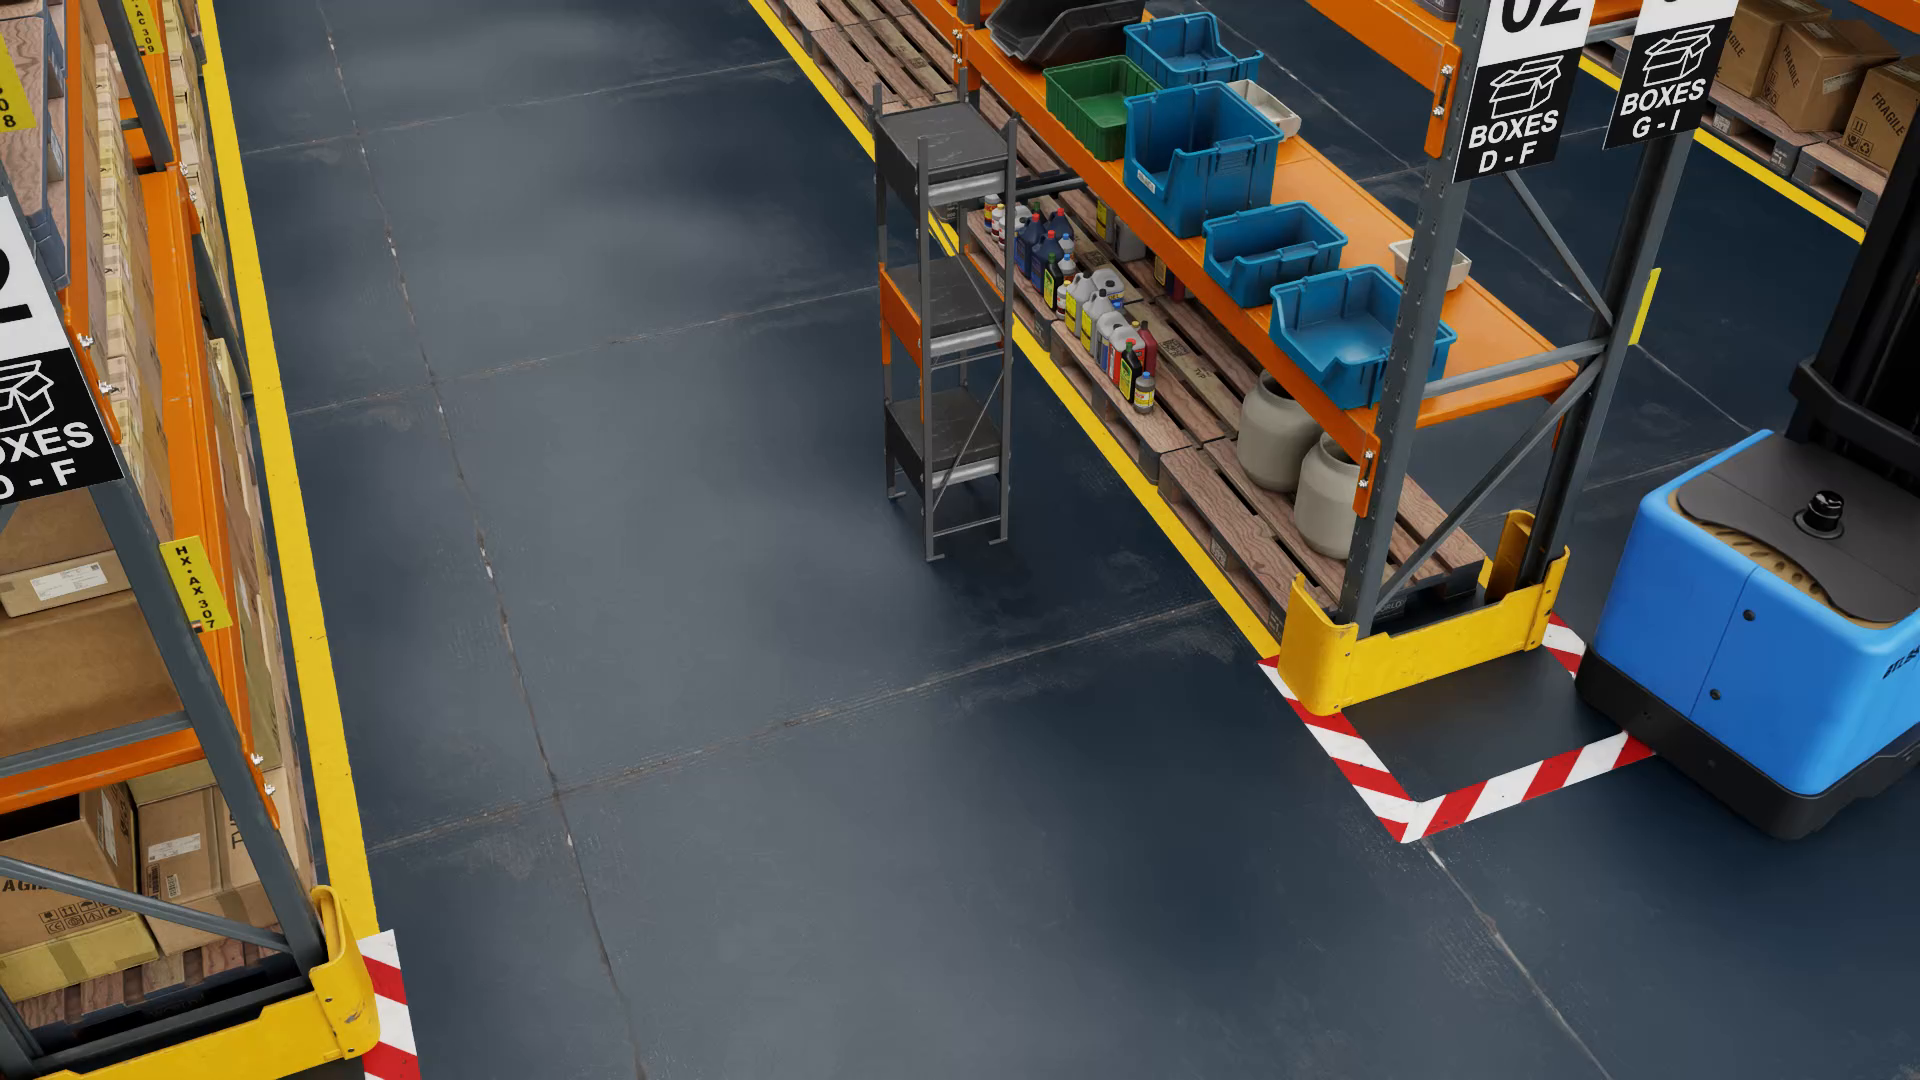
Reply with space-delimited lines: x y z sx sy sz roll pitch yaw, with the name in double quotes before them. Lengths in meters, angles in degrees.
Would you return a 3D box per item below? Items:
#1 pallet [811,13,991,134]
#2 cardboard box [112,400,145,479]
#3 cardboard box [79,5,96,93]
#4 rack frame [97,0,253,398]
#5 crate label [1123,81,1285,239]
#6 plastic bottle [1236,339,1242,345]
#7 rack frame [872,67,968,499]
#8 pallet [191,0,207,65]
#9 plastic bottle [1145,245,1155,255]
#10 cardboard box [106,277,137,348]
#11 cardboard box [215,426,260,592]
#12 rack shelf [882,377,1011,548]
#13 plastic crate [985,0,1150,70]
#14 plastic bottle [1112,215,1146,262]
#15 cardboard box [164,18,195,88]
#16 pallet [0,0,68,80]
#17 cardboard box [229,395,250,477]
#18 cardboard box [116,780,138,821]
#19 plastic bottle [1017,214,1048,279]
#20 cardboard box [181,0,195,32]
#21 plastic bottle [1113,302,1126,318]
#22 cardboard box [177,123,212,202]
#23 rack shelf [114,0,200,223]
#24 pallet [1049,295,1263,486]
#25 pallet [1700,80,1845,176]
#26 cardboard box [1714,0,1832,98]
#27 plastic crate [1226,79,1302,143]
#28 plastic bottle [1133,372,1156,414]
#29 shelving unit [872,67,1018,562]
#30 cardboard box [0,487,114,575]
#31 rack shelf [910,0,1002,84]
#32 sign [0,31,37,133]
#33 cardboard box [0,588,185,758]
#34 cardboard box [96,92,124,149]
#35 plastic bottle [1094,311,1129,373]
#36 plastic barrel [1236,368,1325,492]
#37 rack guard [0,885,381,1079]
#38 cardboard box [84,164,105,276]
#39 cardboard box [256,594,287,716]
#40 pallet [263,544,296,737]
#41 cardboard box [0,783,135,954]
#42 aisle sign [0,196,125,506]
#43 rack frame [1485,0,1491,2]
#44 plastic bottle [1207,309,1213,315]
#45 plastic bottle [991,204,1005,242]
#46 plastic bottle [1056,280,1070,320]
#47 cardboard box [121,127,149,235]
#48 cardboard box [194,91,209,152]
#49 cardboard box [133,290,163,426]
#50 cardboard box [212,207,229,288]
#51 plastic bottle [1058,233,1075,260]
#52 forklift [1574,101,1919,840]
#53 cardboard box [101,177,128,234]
"pallet" -0.339 -3.168 11.191 1.003 0.211 1.213 -15 43 -17
"cardboard box" -2.729 -0.266 5.103 0.380 0.149 0.250 -15 43 -17
"cardboard box" -3.935 -2.056 6.688 0.700 0.500 0.500 -15 43 -17
"rack frame" -4.110 -1.792 7.452 1.000 3.000 0.127 -15 43 -17
"crate label" 1.044 -1.671 7.284 0.502 0.435 0.616 -15 43 -17
"plastic bottle" 1.461 -1.125 8.431 0.097 0.271 0.097 0 41 0
"rack frame" -0.157 -1.043 7.271 0.400 2.100 0.015 -15 43 -17
"pallet" -5.891 -3.604 11.698 1.003 0.211 1.213 -15 43 -17
"plastic bottle" 1.054 -1.757 9.105 0.144 0.351 0.185 -17 44 -19
"cardboard box" -3.026 -0.732 5.645 0.380 0.149 0.250 -16 43 -17
"cardboard box" -3.151 -0.067 6.657 0.500 0.500 0.500 -15 43 -17
"rack shelf" -0.063 -0.355 7.565 0.431 0.518 0.480 -15 43 -17
"plastic crate" 0.550 -2.655 8.503 0.767 0.338 0.504 -15 43 -17
"plastic bottle" 0.926 -1.676 9.069 0.152 0.276 0.135 -15 43 -17
"cardboard box" -5.008 -2.966 10.173 0.500 0.311 0.500 -16 43 -18
"pallet" -3.297 -1.655 5.060 1.003 0.211 1.213 -15 43 -17
"cardboard box" -3.549 -0.381 7.597 0.500 0.250 0.500 -15 43 -17
"cardboard box" -3.260 0.953 6.047 0.500 0.250 0.500 -15 43 -17
"plastic bottle" 0.393 -1.598 8.921 0.144 0.351 0.185 -14 43 -16
"cardboard box" -5.551 -3.766 11.328 0.500 0.500 0.500 -13 42 -15
"plastic bottle" 0.794 -1.117 8.475 0.097 0.201 0.097 0 41 0
"cardboard box" -4.424 -2.047 9.105 0.500 0.311 0.500 -16 43 -18
"rack shelf" -4.875 -2.724 9.088 1.077 0.370 4.000 -15 43 -17
"pallet" 1.157 -0.817 8.457 1.003 0.211 1.213 -15 43 -17
"pallet" 5.333 -2.808 10.773 1.003 0.211 1.213 -15 43 -17
"cardboard box" 5.160 -3.222 10.710 0.500 0.500 0.500 -16 43 -18
"plastic crate" 1.323 -2.011 7.909 0.530 0.136 0.437 -15 43 -17
"plastic bottle" 0.890 -0.719 8.013 0.097 0.201 0.097 0 41 0
"shelving unit" -0.063 -0.896 7.100 0.431 2.100 0.503 -15 43 -17
"cardboard box" -2.767 -0.229 4.562 0.700 0.500 0.500 -15 43 -17
"rack shelf" -0.298 -3.958 10.522 1.077 0.370 4.000 -15 43 -17
"sign" -2.065 -1.016 3.518 0.100 0.325 0.005 -15 43 -17
"cardboard box" -2.747 0.295 4.948 0.700 0.500 0.500 -15 43 -17
"cardboard box" -3.613 -1.659 6.723 0.380 0.149 0.250 -16 43 -18
"plastic bottle" 0.766 -0.990 8.270 0.152 0.276 0.135 -16 43 -18
"plastic barrel" 1.484 -0.512 7.549 0.421 0.512 0.421 0 41 0
"rack guard" -2.571 1.579 5.448 1.175 0.500 0.348 -15 43 -17
"cardboard box" -3.358 -1.149 5.633 0.700 0.500 0.500 -15 43 -17
"cardboard box" -2.965 0.520 6.550 0.500 0.250 0.500 -15 43 -17
"pallet" -3.374 0.490 6.936 1.003 0.211 1.213 -15 43 -17
"cardboard box" -3.060 0.967 5.455 0.500 0.500 0.500 -15 43 -17
"aisle sign" -2.272 -0.405 3.845 0.394 0.787 0.004 -15 43 -17
"rack frame" 1.998 -2.891 4.129 1.000 3.000 0.127 -15 43 -17
"plastic bottle" 1.345 -1.307 8.643 0.097 0.271 0.097 0 41 0
"plastic bottle" 0.223 -1.769 9.234 0.097 0.201 0.097 0 41 0
"plastic bottle" 0.552 -1.252 8.632 0.097 0.201 0.097 0 41 0
"cardboard box" -3.935 -1.565 7.111 0.700 0.500 0.500 -16 43 -18
"cardboard box" -4.824 -2.449 10.003 0.500 0.250 0.500 -14 43 -16
"cardboard box" -3.341 -0.637 6.032 0.700 0.500 0.500 -14 43 -16
"cardboard box" -4.230 -1.522 8.925 0.500 0.250 0.500 -14 43 -16
"plastic bottle" 0.560 -1.511 8.880 0.097 0.271 0.097 0 41 0
"forklift" 4.035 -0.745 6.287 3.031 2.935 1.130 -24 46 -26
"cardboard box" -3.324 -1.201 6.190 0.380 0.149 0.250 -14 43 -16
